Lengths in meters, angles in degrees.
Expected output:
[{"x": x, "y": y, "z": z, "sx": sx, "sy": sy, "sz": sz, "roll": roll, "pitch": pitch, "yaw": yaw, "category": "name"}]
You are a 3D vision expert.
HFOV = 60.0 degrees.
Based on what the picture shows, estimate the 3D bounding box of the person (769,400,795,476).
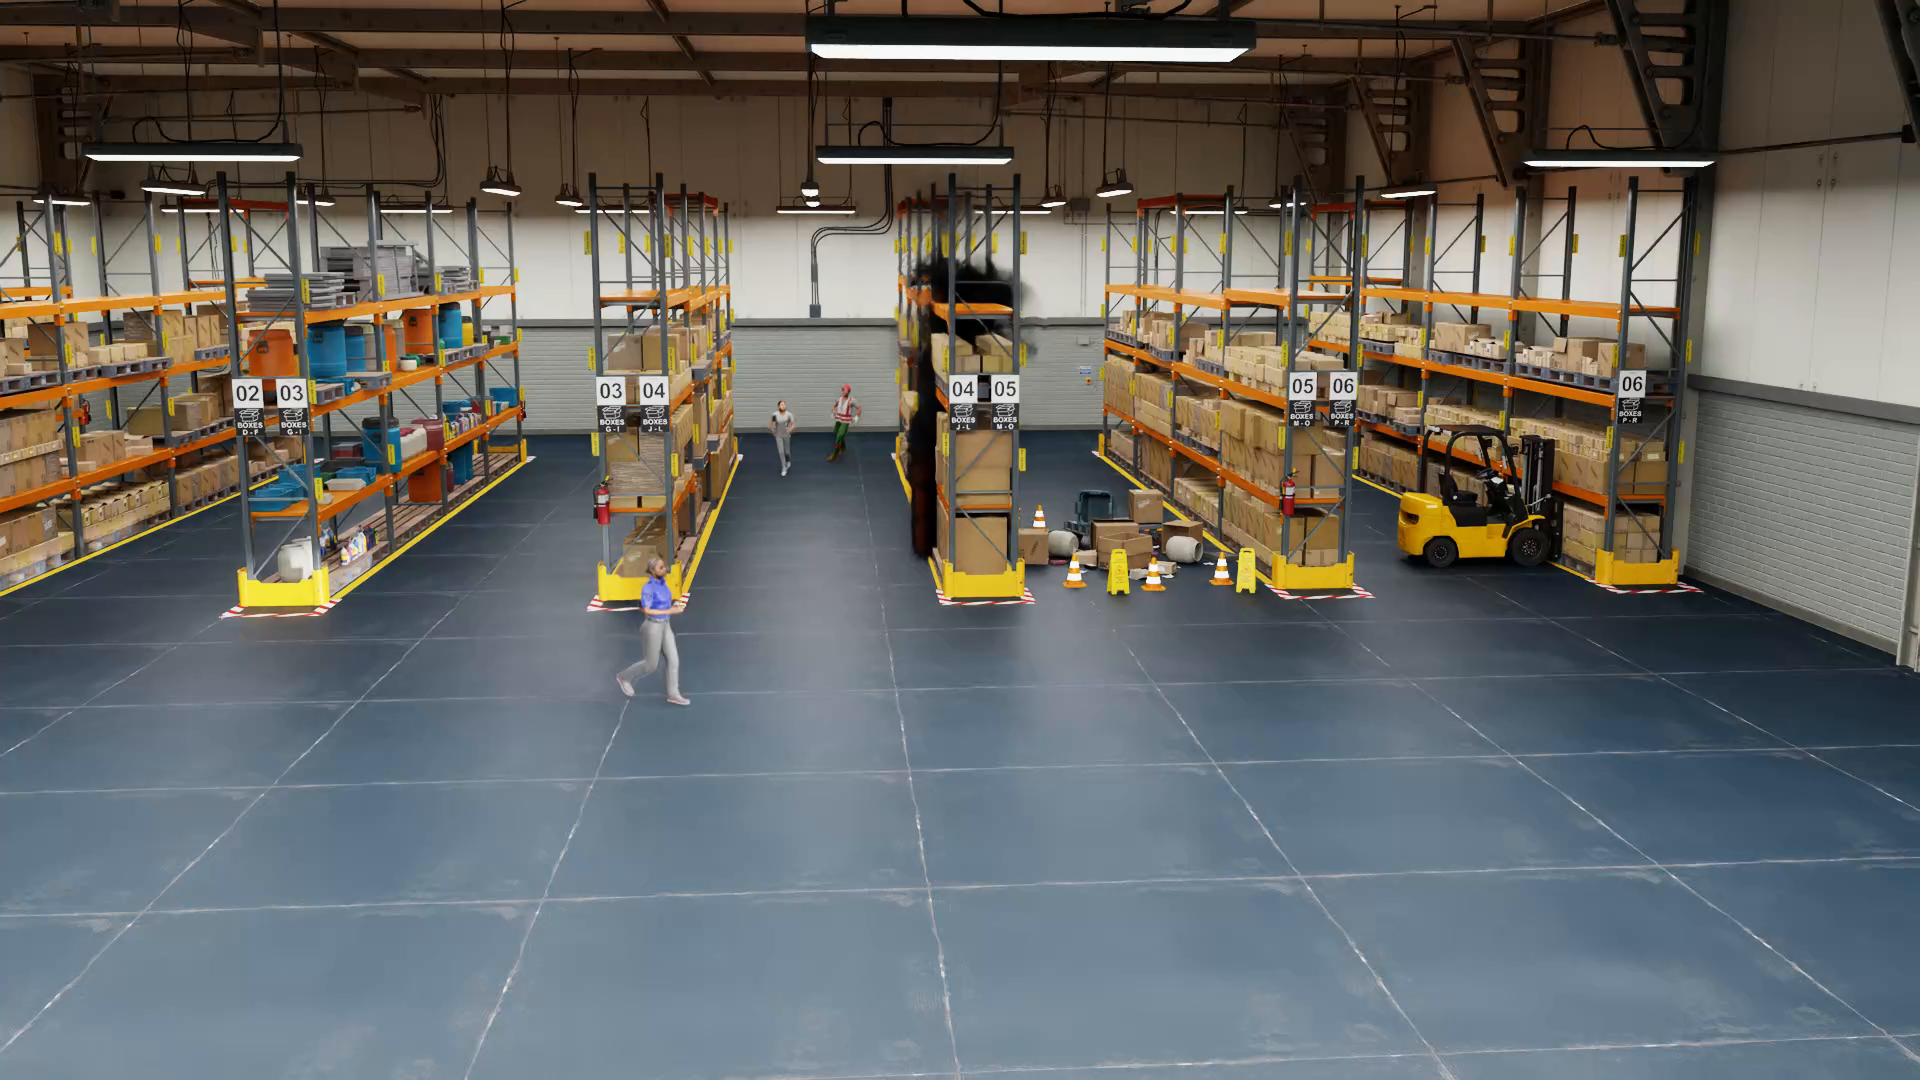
[{"x": -3.949, "y": -2.282, "z": 36.941, "sx": 0.577, "sy": 1.664, "sz": 0.809, "roll": -1, "pitch": 10, "yaw": -7, "category": "person"}]

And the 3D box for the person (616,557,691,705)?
[{"x": -3.375, "y": 0.990, "z": 18.295, "sx": 0.868, "sy": 1.636, "sz": 0.578, "roll": 3, "pitch": 11, "yaw": 18, "category": "person"}]

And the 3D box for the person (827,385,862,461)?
[{"x": -2.757, "y": -2.786, "z": 39.304, "sx": 0.722, "sy": 1.760, "sz": 0.982, "roll": 5, "pitch": 11, "yaw": 27, "category": "person"}]
